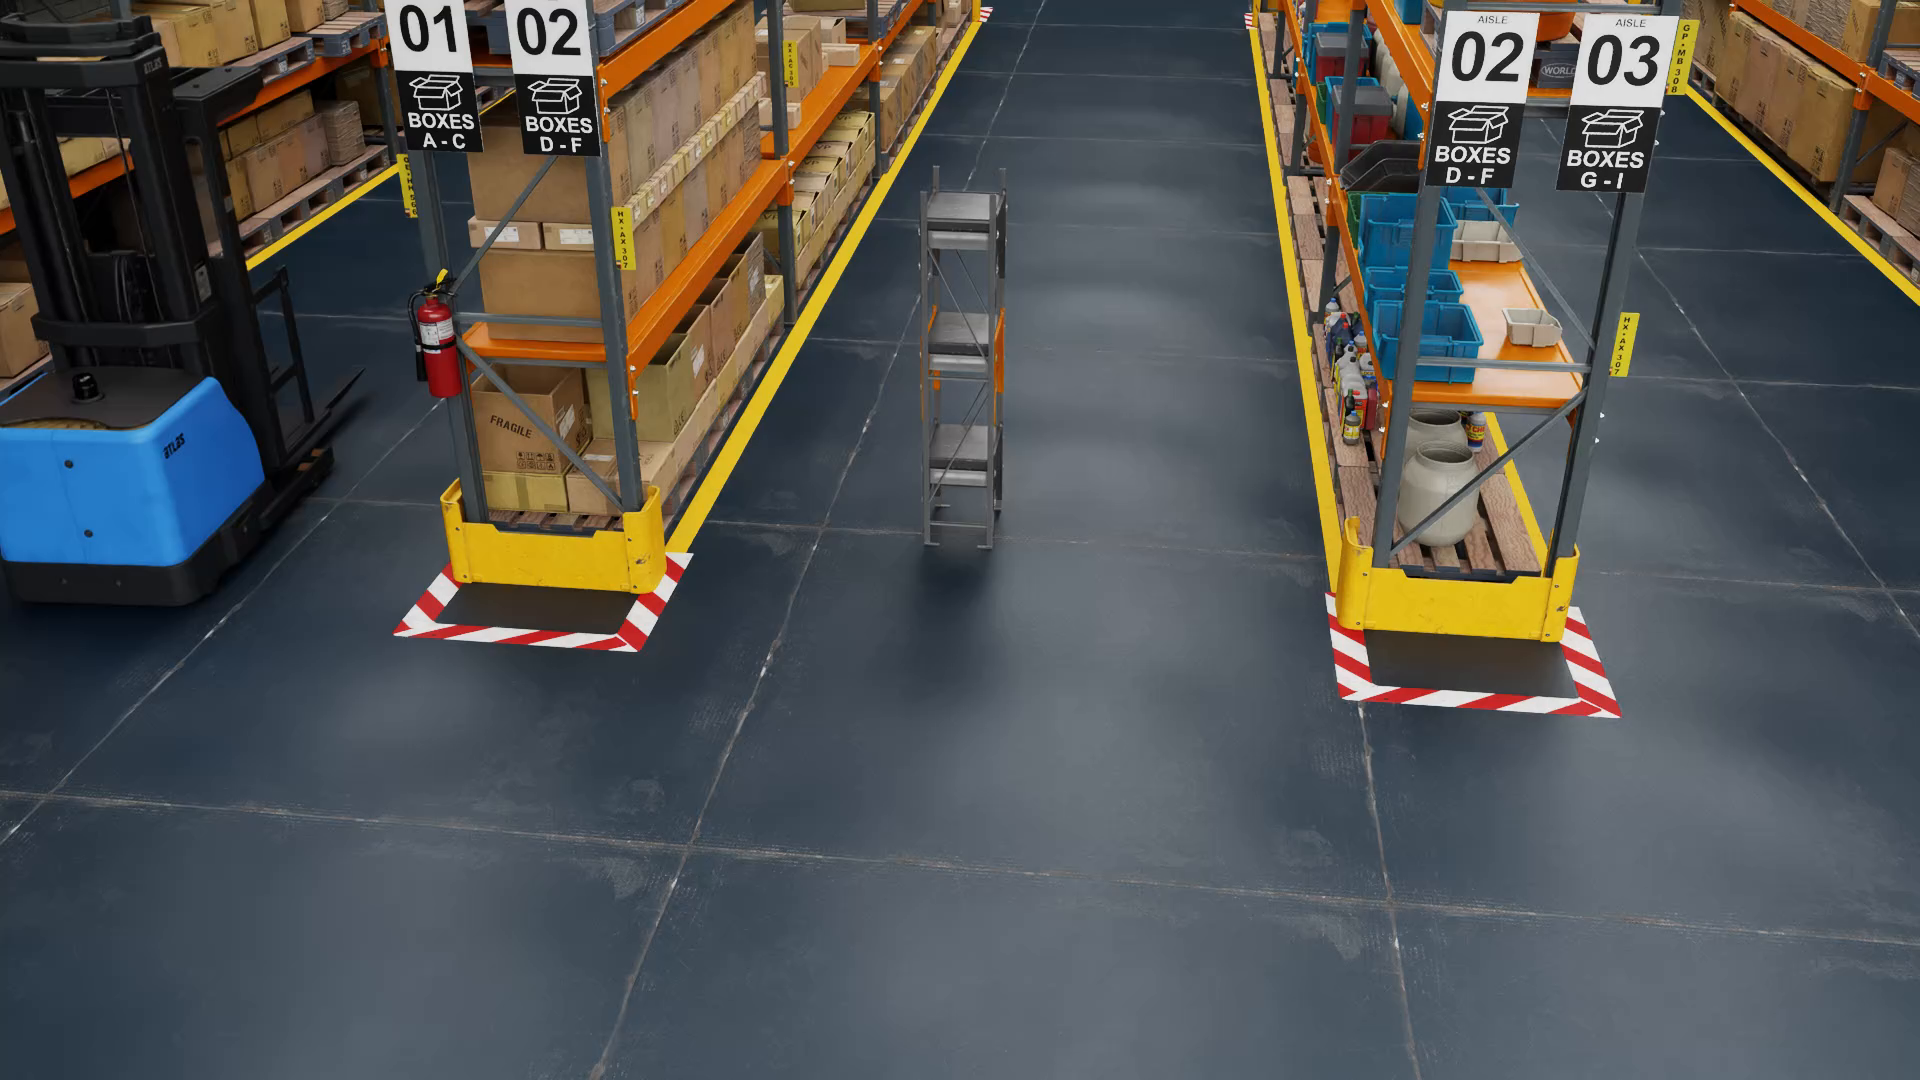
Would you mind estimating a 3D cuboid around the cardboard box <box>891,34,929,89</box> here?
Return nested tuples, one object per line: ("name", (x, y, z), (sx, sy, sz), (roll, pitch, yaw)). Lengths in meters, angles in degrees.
("cardboard box", (-0.629, -5.407, 18.795), (0.500, 0.500, 0.500), (3, 29, 6))

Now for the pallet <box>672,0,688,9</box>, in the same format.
("pallet", (-1.996, -3.335, 9.708), (1.003, 0.211, 1.213), (3, 28, 6))

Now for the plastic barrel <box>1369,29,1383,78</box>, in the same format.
("plastic barrel", (3.727, -4.175, 14.219), (0.421, 0.512, 0.421), (0, 28, 0))

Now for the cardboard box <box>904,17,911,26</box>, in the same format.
("cardboard box", (-0.904, -6.442, 20.917), (0.500, 0.311, 0.500), (3, 28, 6))

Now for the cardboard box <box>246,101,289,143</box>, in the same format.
("cardboard box", (-6.418, -3.772, 14.971), (0.500, 0.250, 0.500), (3, 28, 6))

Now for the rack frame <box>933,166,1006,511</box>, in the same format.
("rack frame", (0.050, -1.117, 9.610), (0.400, 2.100, 0.015), (3, 28, 6))

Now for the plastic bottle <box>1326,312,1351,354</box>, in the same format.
("plastic bottle", (2.664, -1.456, 11.697), (0.152, 0.276, 0.135), (4, 29, 8))

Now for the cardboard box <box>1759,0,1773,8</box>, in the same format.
("cardboard box", (8.682, -5.823, 17.290), (0.500, 0.500, 0.500), (3, 28, 6))

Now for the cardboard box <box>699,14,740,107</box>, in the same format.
("cardboard box", (-1.874, -3.197, 11.048), (0.700, 0.500, 0.500), (3, 28, 6))

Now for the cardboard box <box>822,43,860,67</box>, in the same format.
("cardboard box", (-1.111, -4.362, 14.949), (0.380, 0.149, 0.250), (3, 28, 6))

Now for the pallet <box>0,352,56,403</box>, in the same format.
("pallet", (-6.876, -1.193, 11.743), (1.003, 0.211, 1.213), (3, 28, 6))

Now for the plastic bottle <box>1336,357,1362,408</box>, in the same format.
("plastic bottle", (2.542, -1.035, 10.837), (0.144, 0.351, 0.185), (5, 29, 8))

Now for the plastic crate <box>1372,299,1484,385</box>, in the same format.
("plastic crate", (2.425, -1.044, 8.682), (0.499, 0.251, 0.616), (3, 28, 6))

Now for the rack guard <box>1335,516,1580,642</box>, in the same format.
("rack guard", (2.623, 0.205, 8.842), (1.175, 0.500, 0.348), (3, 28, 6))

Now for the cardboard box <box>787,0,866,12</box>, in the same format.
("cardboard box", (-1.309, -5.444, 16.144), (0.700, 0.500, 0.500), (-6, 29, -11))

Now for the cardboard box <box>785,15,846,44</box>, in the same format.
("cardboard box", (-1.363, -4.704, 15.413), (0.500, 0.311, 0.500), (5, 29, 9))

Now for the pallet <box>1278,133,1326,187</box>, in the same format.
("pallet", (3.696, -3.768, 16.522), (1.003, 0.211, 1.213), (3, 28, 6))

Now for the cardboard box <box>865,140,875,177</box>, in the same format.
("cardboard box", (-1.097, -3.624, 15.771), (0.500, 0.250, 0.500), (4, 29, 7))

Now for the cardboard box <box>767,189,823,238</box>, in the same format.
("cardboard box", (-1.400, -2.666, 13.400), (0.500, 0.311, 0.500), (3, 28, 6))

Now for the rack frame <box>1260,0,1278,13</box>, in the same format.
("rack frame", (4.621, -8.388, 22.157), (1.000, 3.000, 0.127), (3, 28, 6))

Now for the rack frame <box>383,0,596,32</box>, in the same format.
("rack frame", (-2.255, -3.787, 7.292), (1.000, 3.000, 0.127), (3, 28, 6))

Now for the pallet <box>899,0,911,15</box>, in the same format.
("pallet", (-1.041, -5.743, 17.450), (1.003, 0.211, 1.213), (3, 28, 6))

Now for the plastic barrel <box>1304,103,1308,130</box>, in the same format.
("plastic barrel", (3.822, -4.508, 17.056), (0.600, 0.588, 0.708), (3, 28, 6))

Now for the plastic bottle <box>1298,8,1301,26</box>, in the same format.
("plastic bottle", (3.399, -5.187, 16.425), (0.097, 0.201, 0.097), (0, 28, 0))

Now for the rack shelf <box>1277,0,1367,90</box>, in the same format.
("rack shelf", (3.886, -5.247, 17.085), (1.077, 0.370, 4.000), (3, 28, 6))

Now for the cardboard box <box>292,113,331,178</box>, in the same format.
("cardboard box", (-6.406, -3.714, 15.652), (0.700, 0.500, 0.500), (3, 28, 6))

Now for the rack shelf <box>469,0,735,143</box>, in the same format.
("rack shelf", (-2.010, -3.091, 9.922), (1.077, 0.370, 4.000), (3, 28, 6))

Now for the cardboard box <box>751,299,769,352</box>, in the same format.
("cardboard box", (-1.676, -1.538, 11.898), (0.500, 0.250, 0.500), (3, 28, 6))

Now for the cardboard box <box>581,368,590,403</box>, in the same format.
("cardboard box", (-2.377, -1.192, 10.466), (0.500, 0.500, 0.500), (3, 28, 6))

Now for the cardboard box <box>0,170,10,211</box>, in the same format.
("cardboard box", (-6.615, -2.309, 11.010), (0.500, 0.250, 0.500), (4, 29, 7))

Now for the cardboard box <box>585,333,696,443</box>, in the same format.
("cardboard box", (-1.909, -0.926, 9.971), (0.500, 0.500, 0.500), (3, 28, 6))

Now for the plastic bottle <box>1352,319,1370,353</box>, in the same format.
("plastic bottle", (2.783, -1.403, 11.520), (0.144, 0.351, 0.185), (3, 28, 6))

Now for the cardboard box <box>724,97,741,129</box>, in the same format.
("cardboard box", (-1.679, -2.855, 11.097), (0.380, 0.149, 0.250), (3, 28, 6))

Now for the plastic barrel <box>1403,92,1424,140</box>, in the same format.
("plastic barrel", (3.499, -3.124, 11.858), (0.600, 0.901, 0.708), (3, 28, 6))

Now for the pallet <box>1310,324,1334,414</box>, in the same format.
("pallet", (3.027, -1.198, 11.751), (1.003, 0.211, 1.213), (3, 28, 6))

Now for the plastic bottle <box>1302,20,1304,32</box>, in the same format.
("plastic bottle", (3.328, -4.912, 15.914), (0.097, 0.201, 0.097), (0, 28, 0))

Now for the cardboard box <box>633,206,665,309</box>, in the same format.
("cardboard box", (-2.125, -1.657, 9.557), (0.700, 0.500, 0.500), (4, 29, 8))

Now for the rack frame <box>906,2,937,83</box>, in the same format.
("rack frame", (-0.785, -6.795, 19.200), (1.000, 3.000, 0.127), (3, 28, 6))

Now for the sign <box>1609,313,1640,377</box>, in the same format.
("sign", (3.206, -0.944, 8.048), (0.100, 0.325, 0.005), (3, 28, 6))

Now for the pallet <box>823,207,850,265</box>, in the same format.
("pallet", (-1.566, -2.726, 14.588), (1.003, 0.211, 1.213), (3, 28, 6))

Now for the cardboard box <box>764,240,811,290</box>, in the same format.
("cardboard box", (-1.469, -2.179, 13.088), (0.500, 0.250, 0.500), (3, 28, 5))

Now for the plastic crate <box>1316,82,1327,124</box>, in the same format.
("plastic crate", (3.084, -3.482, 13.275), (0.450, 0.188, 0.662), (3, 28, 6))

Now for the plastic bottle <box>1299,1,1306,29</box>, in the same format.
("plastic bottle", (3.375, -5.126, 16.238), (0.097, 0.271, 0.097), (0, 28, 0))

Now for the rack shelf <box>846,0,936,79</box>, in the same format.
("rack shelf", (-1.030, -5.537, 17.623), (1.077, 0.370, 4.000), (3, 28, 6))

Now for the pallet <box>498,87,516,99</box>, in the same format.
("pallet", (-5.721, -5.486, 19.710), (1.003, 0.211, 1.213), (3, 28, 6))

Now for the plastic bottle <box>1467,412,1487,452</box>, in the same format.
("plastic bottle", (3.192, -0.684, 10.271), (0.097, 0.271, 0.097), (0, 28, 0))

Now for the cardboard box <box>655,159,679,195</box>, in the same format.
("cardboard box", (-1.868, -2.134, 9.759), (0.380, 0.149, 0.250), (2, 28, 4))

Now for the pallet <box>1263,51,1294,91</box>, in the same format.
("pallet", (4.183, -5.626, 19.970), (1.003, 0.211, 1.213), (3, 28, 6))

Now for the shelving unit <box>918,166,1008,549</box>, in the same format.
("shelving unit", (0.020, -1.002, 9.397), (0.431, 2.100, 0.503), (3, 28, 6))

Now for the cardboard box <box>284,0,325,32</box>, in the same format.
("cardboard box", (-6.281, -4.949, 15.205), (0.700, 0.500, 0.500), (1, 28, 1))

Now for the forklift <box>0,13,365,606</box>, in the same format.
("forklift", (-4.555, -1.599, 9.629), (1.130, 2.935, 3.031), (2, 28, 3))
